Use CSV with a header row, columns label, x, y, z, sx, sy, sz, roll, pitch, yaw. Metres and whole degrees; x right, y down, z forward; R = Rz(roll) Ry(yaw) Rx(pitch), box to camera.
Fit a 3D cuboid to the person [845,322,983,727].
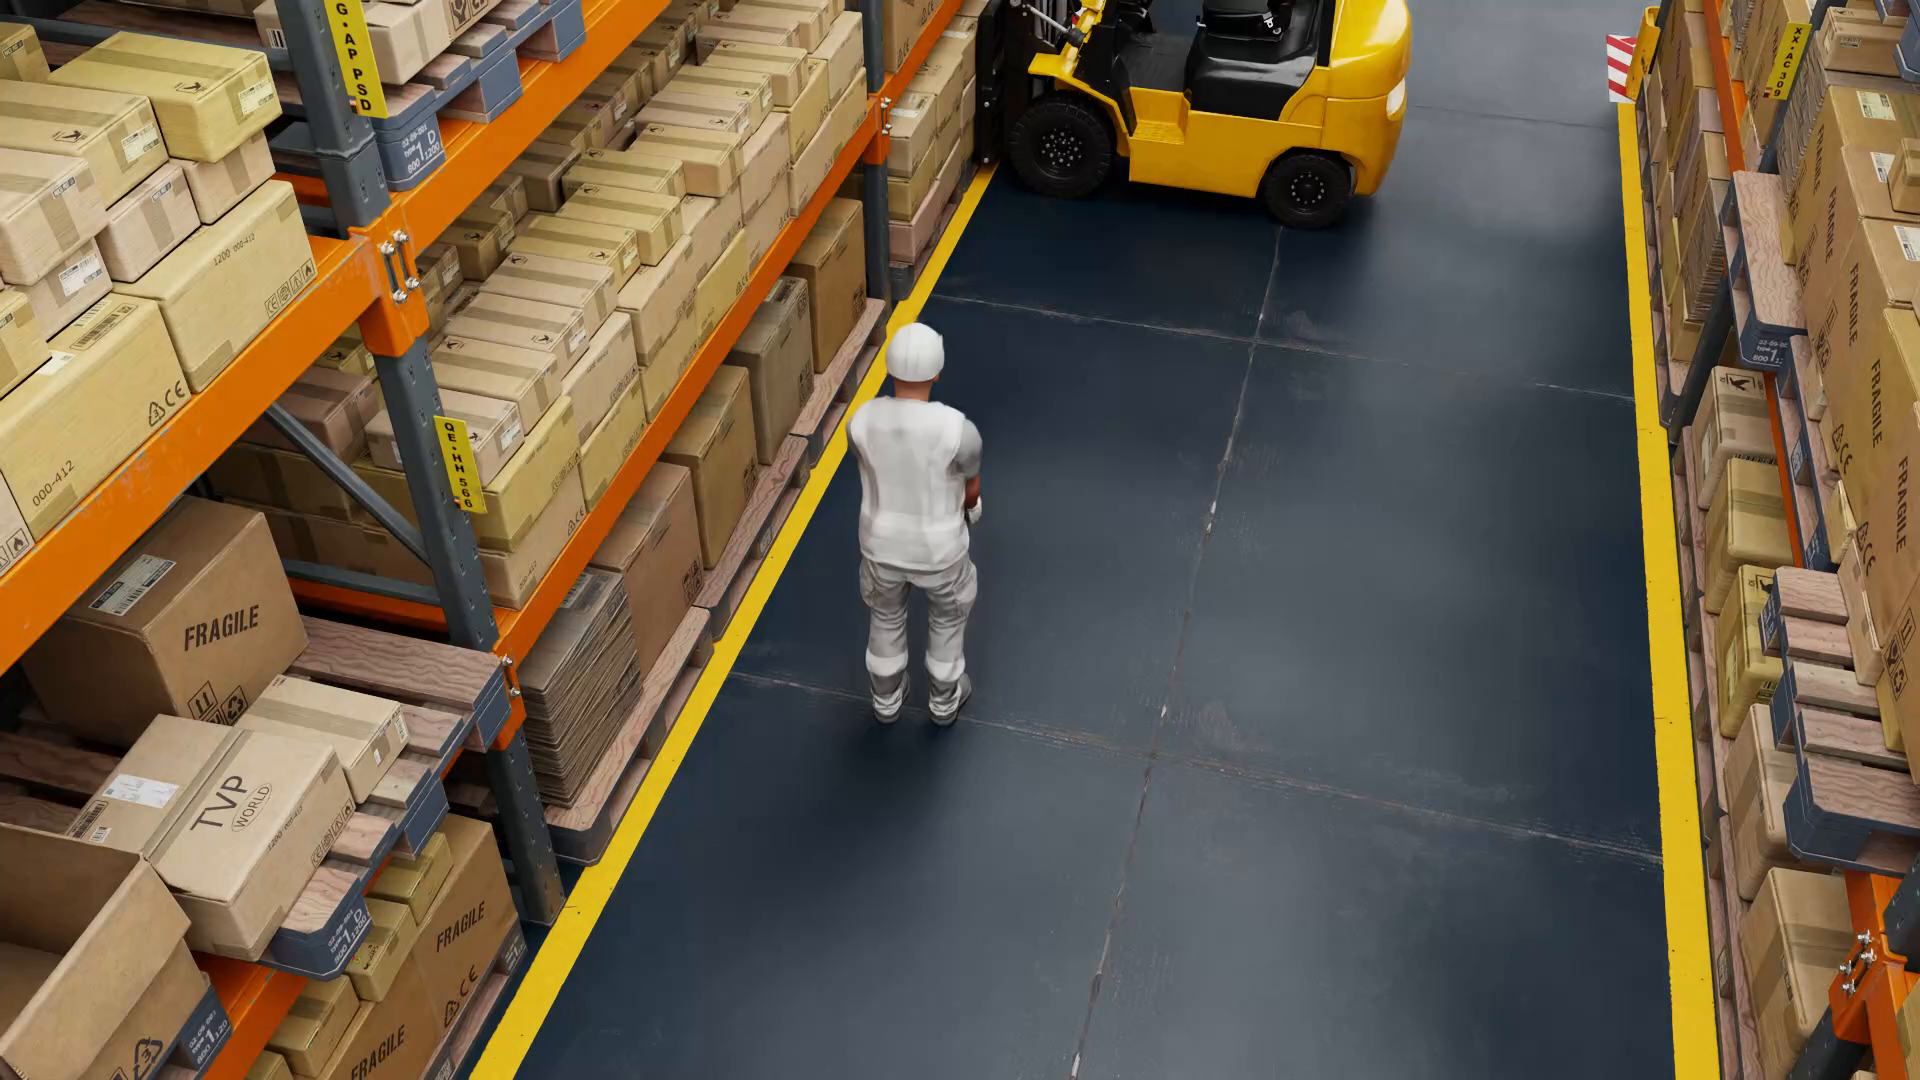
label,x,y,z,sx,sy,sz,roll,pitch,yaw
person,-0.152,-0.048,6.206,0.491,1.773,0.576,9,42,11
